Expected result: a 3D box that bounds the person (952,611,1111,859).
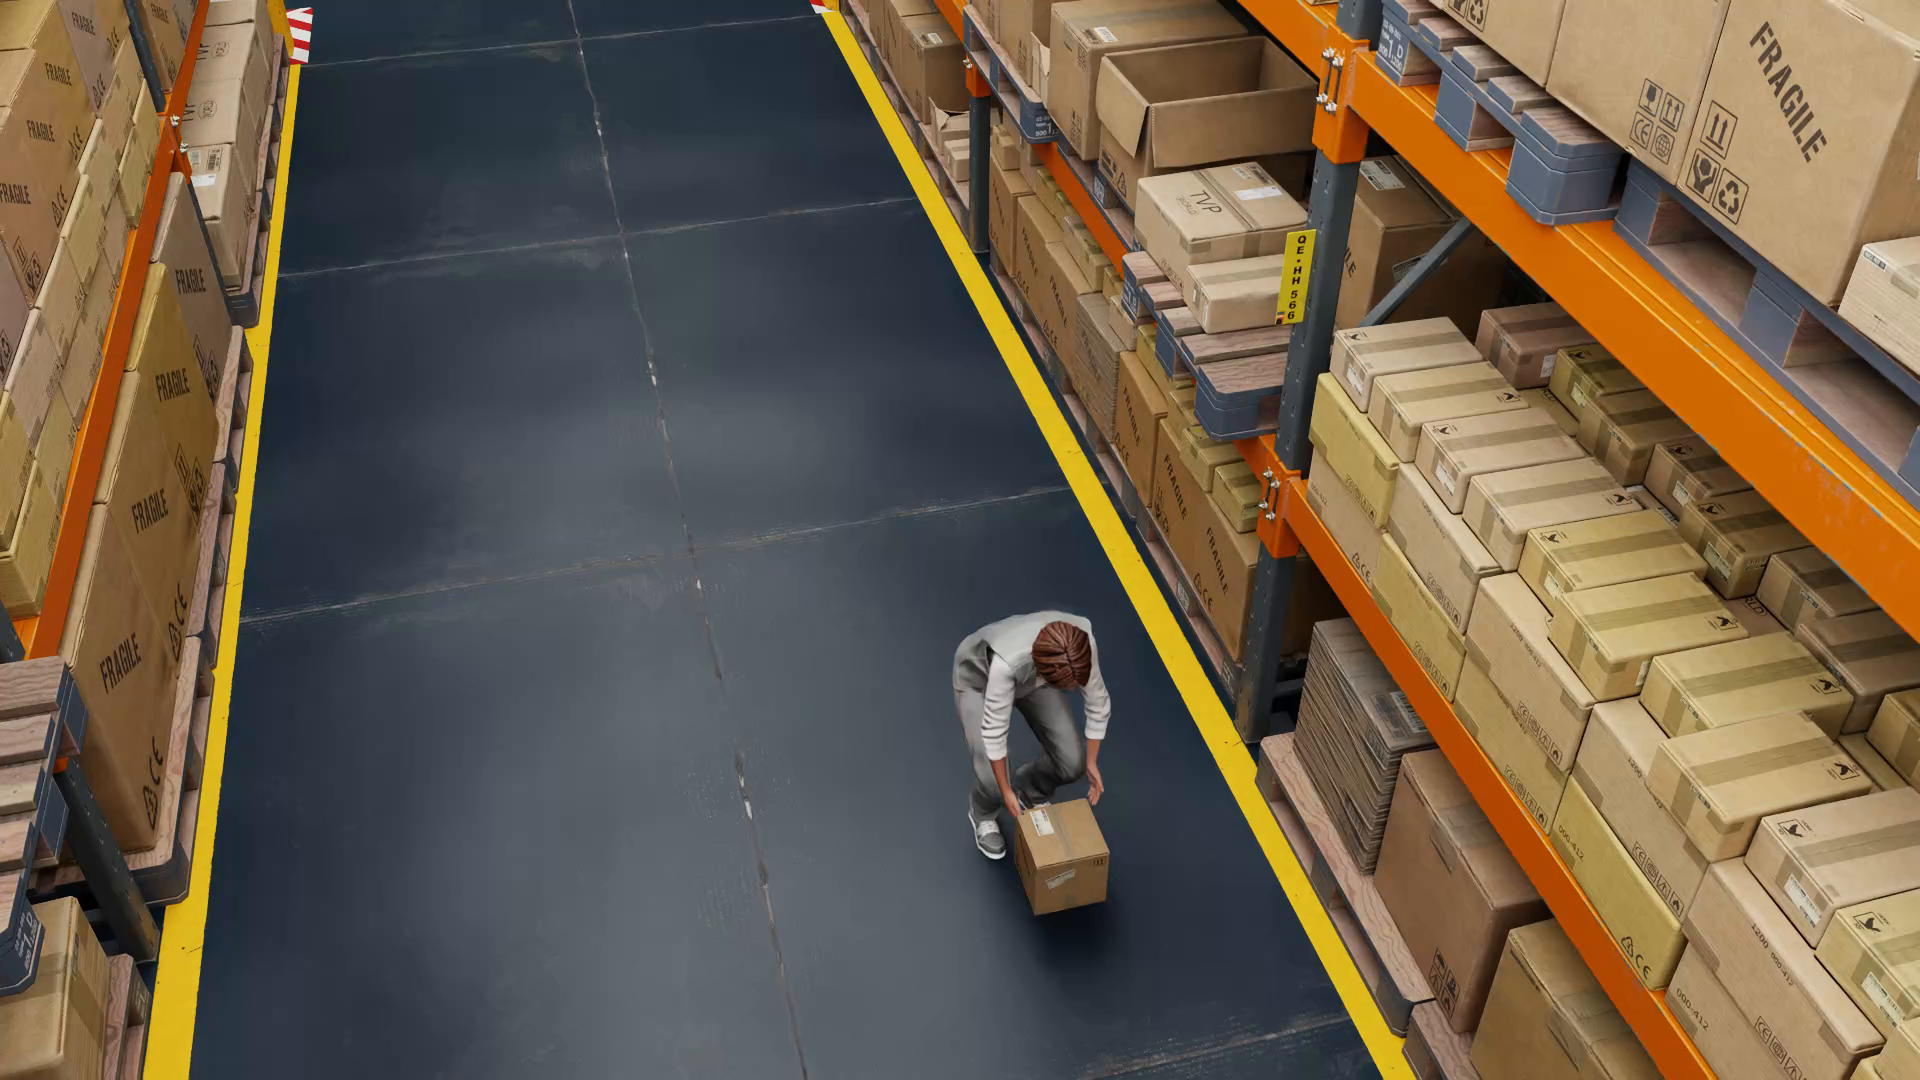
[{"bbox_3d":[0.243,0.613,5.738,0.462,1.175,0.710,-12,40,-15],"label":"person"}]
